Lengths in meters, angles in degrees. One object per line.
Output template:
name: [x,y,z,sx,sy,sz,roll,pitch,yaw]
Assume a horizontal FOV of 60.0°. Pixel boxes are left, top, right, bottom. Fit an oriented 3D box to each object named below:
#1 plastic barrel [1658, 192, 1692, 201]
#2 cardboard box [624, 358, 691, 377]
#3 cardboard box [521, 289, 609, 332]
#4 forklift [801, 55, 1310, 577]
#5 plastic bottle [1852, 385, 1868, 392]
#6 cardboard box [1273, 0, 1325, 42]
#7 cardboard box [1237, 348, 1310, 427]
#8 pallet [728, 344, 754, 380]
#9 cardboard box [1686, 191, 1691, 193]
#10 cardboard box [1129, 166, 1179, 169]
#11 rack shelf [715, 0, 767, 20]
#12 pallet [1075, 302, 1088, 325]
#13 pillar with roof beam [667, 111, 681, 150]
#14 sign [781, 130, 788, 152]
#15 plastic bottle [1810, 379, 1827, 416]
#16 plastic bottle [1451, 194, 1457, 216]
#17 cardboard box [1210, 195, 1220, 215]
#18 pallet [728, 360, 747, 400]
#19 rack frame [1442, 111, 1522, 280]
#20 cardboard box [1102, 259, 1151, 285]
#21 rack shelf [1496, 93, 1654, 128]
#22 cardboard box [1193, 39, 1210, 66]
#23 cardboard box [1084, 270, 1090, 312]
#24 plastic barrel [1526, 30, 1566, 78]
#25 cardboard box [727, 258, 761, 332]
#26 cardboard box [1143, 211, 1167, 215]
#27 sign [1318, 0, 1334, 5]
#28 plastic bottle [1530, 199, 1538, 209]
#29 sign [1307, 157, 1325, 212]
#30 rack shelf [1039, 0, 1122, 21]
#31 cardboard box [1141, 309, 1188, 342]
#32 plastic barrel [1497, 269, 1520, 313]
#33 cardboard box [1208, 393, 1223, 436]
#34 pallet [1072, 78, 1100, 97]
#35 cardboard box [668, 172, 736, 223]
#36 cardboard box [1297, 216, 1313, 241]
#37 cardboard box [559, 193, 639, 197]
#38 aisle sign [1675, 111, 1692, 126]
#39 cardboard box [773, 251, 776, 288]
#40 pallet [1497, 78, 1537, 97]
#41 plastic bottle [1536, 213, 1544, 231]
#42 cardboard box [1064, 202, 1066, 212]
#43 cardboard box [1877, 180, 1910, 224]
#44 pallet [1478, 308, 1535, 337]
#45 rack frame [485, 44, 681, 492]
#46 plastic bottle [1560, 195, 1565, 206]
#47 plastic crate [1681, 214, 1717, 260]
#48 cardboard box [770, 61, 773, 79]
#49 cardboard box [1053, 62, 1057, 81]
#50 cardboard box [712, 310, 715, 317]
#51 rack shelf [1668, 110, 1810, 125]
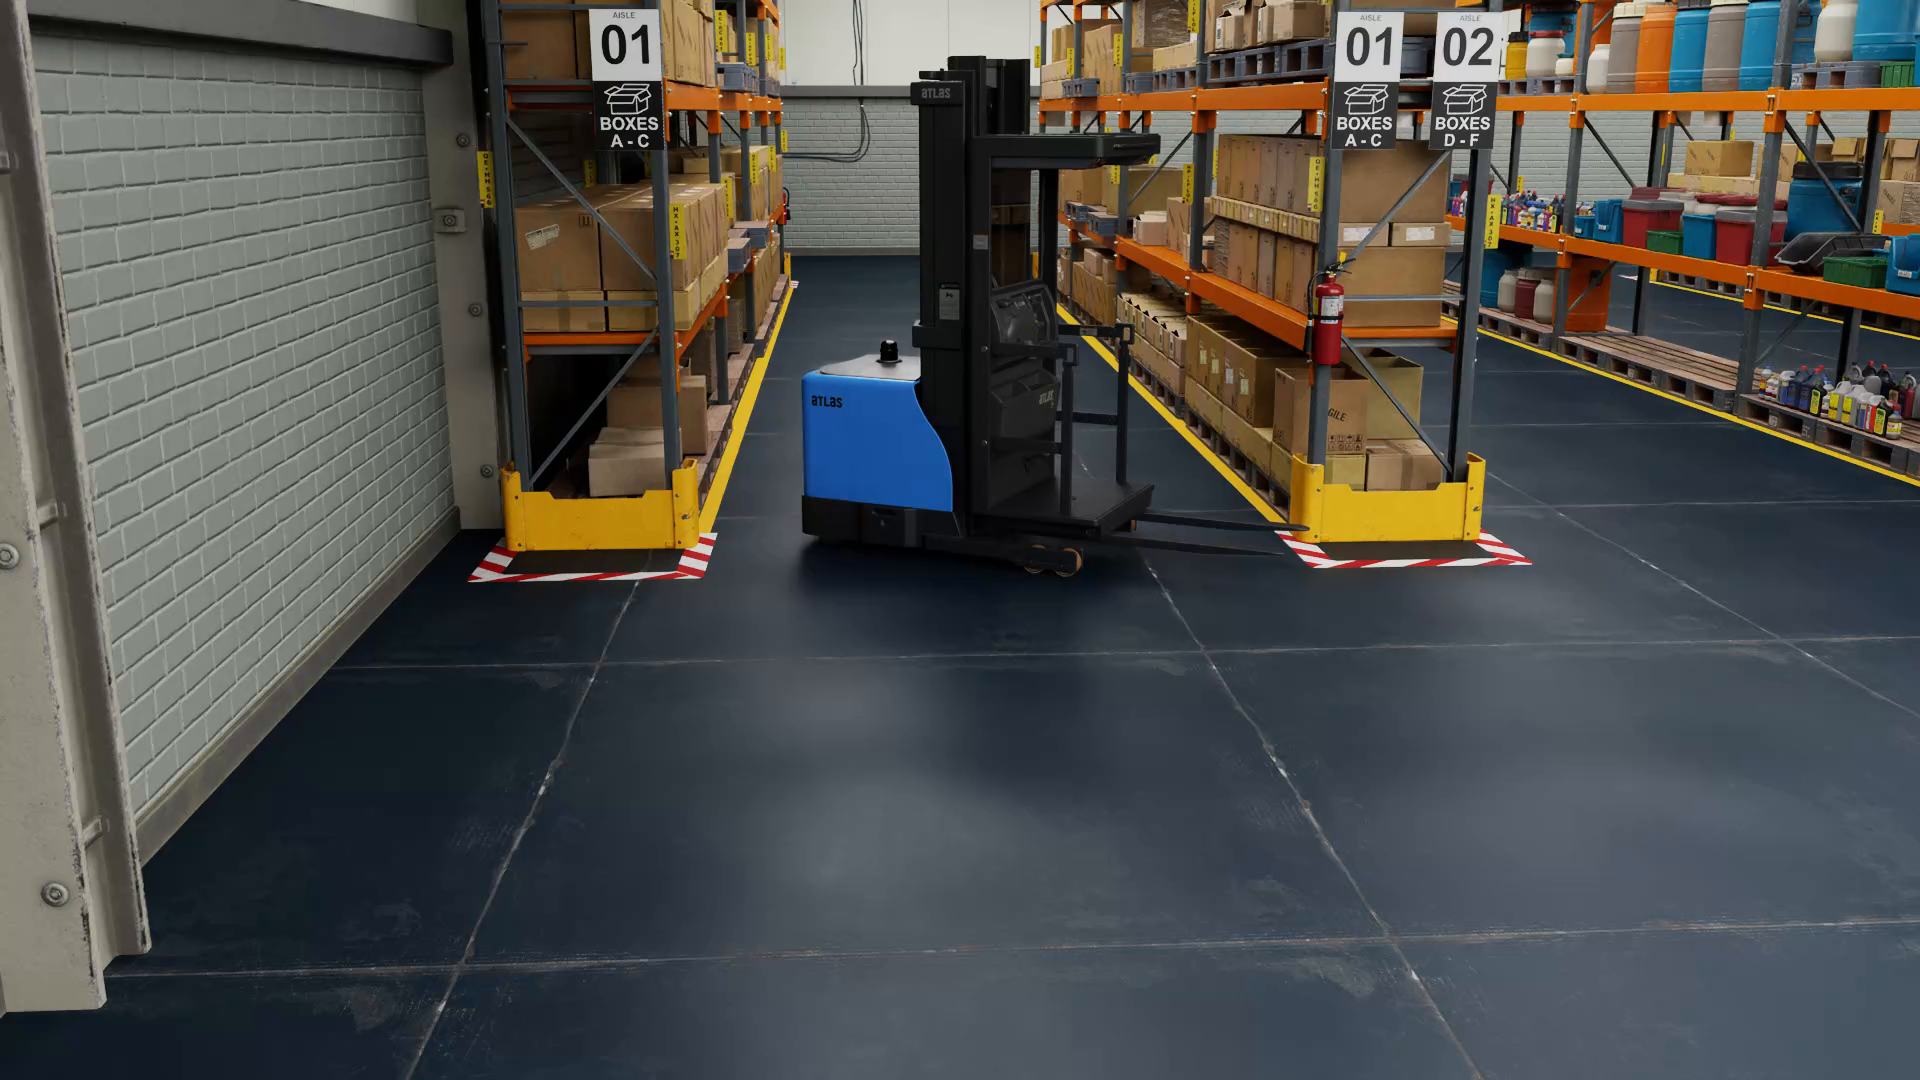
plastic barrel: [7.438,-3.359,17.338,0.421,0.512,0.421,0,14,0]
cardboard box: [-2.375,-1.155,13.129,0.500,0.500,0.500,-2,15,-8]
cardboard box: [-2.454,-1.465,10.463,0.500,0.250,0.500,-1,14,-3]
forklift: [0.573,-1.355,9.912,3.031,2.935,1.130,6,16,23]
plastic bottle: [7.229,-1.106,13.387,0.152,0.276,0.135,-1,14,-3]
cardboard box: [2.378,-3.426,10.980,0.500,0.250,0.500,-1,14,-3]
cardboard box: [2.306,-1.105,11.970,0.500,0.500,0.500,-1,14,-3]
pallet: [-2.680,-1.860,17.331,1.003,0.211,1.213,-1,14,-3]
cardboard box: [11.335,-5.281,25.537,0.380,0.149,0.250,-1,14,-5]
cardboard box: [2.199,-4.119,19.473,0.700,0.500,0.500,2,15,7]
rack shelf: [-2.851,-6.265,19.064,1.077,0.370,4.000,-1,14,-3]
pallet: [2.057,-2.925,21.470,1.003,0.211,1.213,-1,14,-3]
pillar with roof beam: [0.415,-7.532,21.741,9.100,9.000,0.400,-1,14,-3]
sign: [-2.680,-6.075,25.317,0.100,0.325,0.005,-1,14,-3]
plastic bottle: [7.025,-1.165,13.601,0.061,0.283,0.133,0,14,-1]
plastic bottle: [6.510,-4.398,21.835,0.061,0.283,0.133,-1,14,-3]
cardboard box: [2.288,-2.780,13.809,0.380,0.149,0.250,-1,14,-4]
pallet: [-2.608,-1.557,16.155,1.003,0.211,1.213,-1,14,-3]
rack frame: [6.913,-4.552,22.200,1.000,3.000,0.127,-1,14,-3]
cardboard box: [1.917,-3.091,19.147,0.500,0.250,0.500,0,14,-1]
rack shelf: [7.037,-5.159,19.983,1.077,0.370,4.000,-1,14,-3]
cardboard box: [2.399,-4.361,14.893,0.500,0.250,0.500,-2,15,-9]
cardboard box: [1.823,-3.098,20.683,0.500,0.500,0.500,-1,14,-3]
plastic barrel: [6.901,-5.718,19.595,0.433,0.535,0.433,0,14,0]
cardboard box: [-2.642,-2.752,18.674,0.750,0.750,0.750,-1,14,-4]
cardboard box: [2.196,-3.348,17.697,0.500,0.311,0.500,0,14,0]
sign: [2.170,-3.331,9.814,0.100,0.325,0.005,-1,14,-3]
plastic bottle: [7.199,-4.141,20.858,0.097,0.271,0.097,0,14,0]
sign: [2.170,-2.163,10.114,0.100,0.325,0.005,-1,14,-3]
rack shelf: [1.845,-7.530,23.182,1.077,0.370,4.000,-1,14,-3]
cardboard box: [2.059,-2.105,16.239,0.500,0.311,0.500,-1,14,-4]
plastic barrel: [6.919,-3.098,20.695,0.421,0.512,0.421,0,14,0]
cardboard box: [2.243,-0.990,13.030,0.500,0.250,0.500,-1,14,-3]
pallet: [2.007,-5.417,19.919,1.213,0.211,1.003,-1,14,-3]
cardboard box: [-2.688,-3.549,17.218,0.700,0.500,0.500,-3,15,-10]
cardboard box: [2.465,-2.076,11.072,0.380,0.149,0.250,-1,14,-4]
cardboard box: [-2.562,-2.208,11.846,0.500,0.500,0.500,-1,14,-3]
aisle sign: [11.305,-6.896,26.091,0.394,0.787,0.004,-1,14,-3]
cardboard box: [-2.976,-3.833,23.576,0.700,0.500,0.500,-1,14,-2]
pallet: [7.132,-5.438,20.002,1.003,0.211,1.213,-1,14,-3]
plastic bottle: [6.701,-3.666,19.154,0.097,0.201,0.097,0,14,0]
cardboard box: [1.682,-4.646,22.362,0.500,0.500,0.500,-1,14,-3]
cardboard box: [11.735,-4.181,20.556,0.500,0.500,0.500,-1,14,-2]
pallet: [6.998,-2.705,20.617,1.003,0.211,1.213,-1,14,-3]
rack frame: [-2.231,-1.415,10.007,1.000,3.000,0.127,-1,14,-3]
plastic bottle: [7.365,-4.031,20.273,0.144,0.351,0.185,-1,14,-3]
plastic crate: [7.030,-2.825,15.517,0.392,0.384,0.575,-1,14,-3]
cardboard box: [-2.772,-6.334,22.363,0.500,0.250,0.500,-1,14,-5]
cardboard box: [1.581,-6.589,23.393,0.500,0.250,0.500,-1,14,-3]
cardboard box: [-2.621,-2.322,16.158,0.500,0.250,0.500,-1,14,-4]
rack shelf: [11.733,-6.231,24.146,1.077,0.370,4.000,-1,14,-3]
